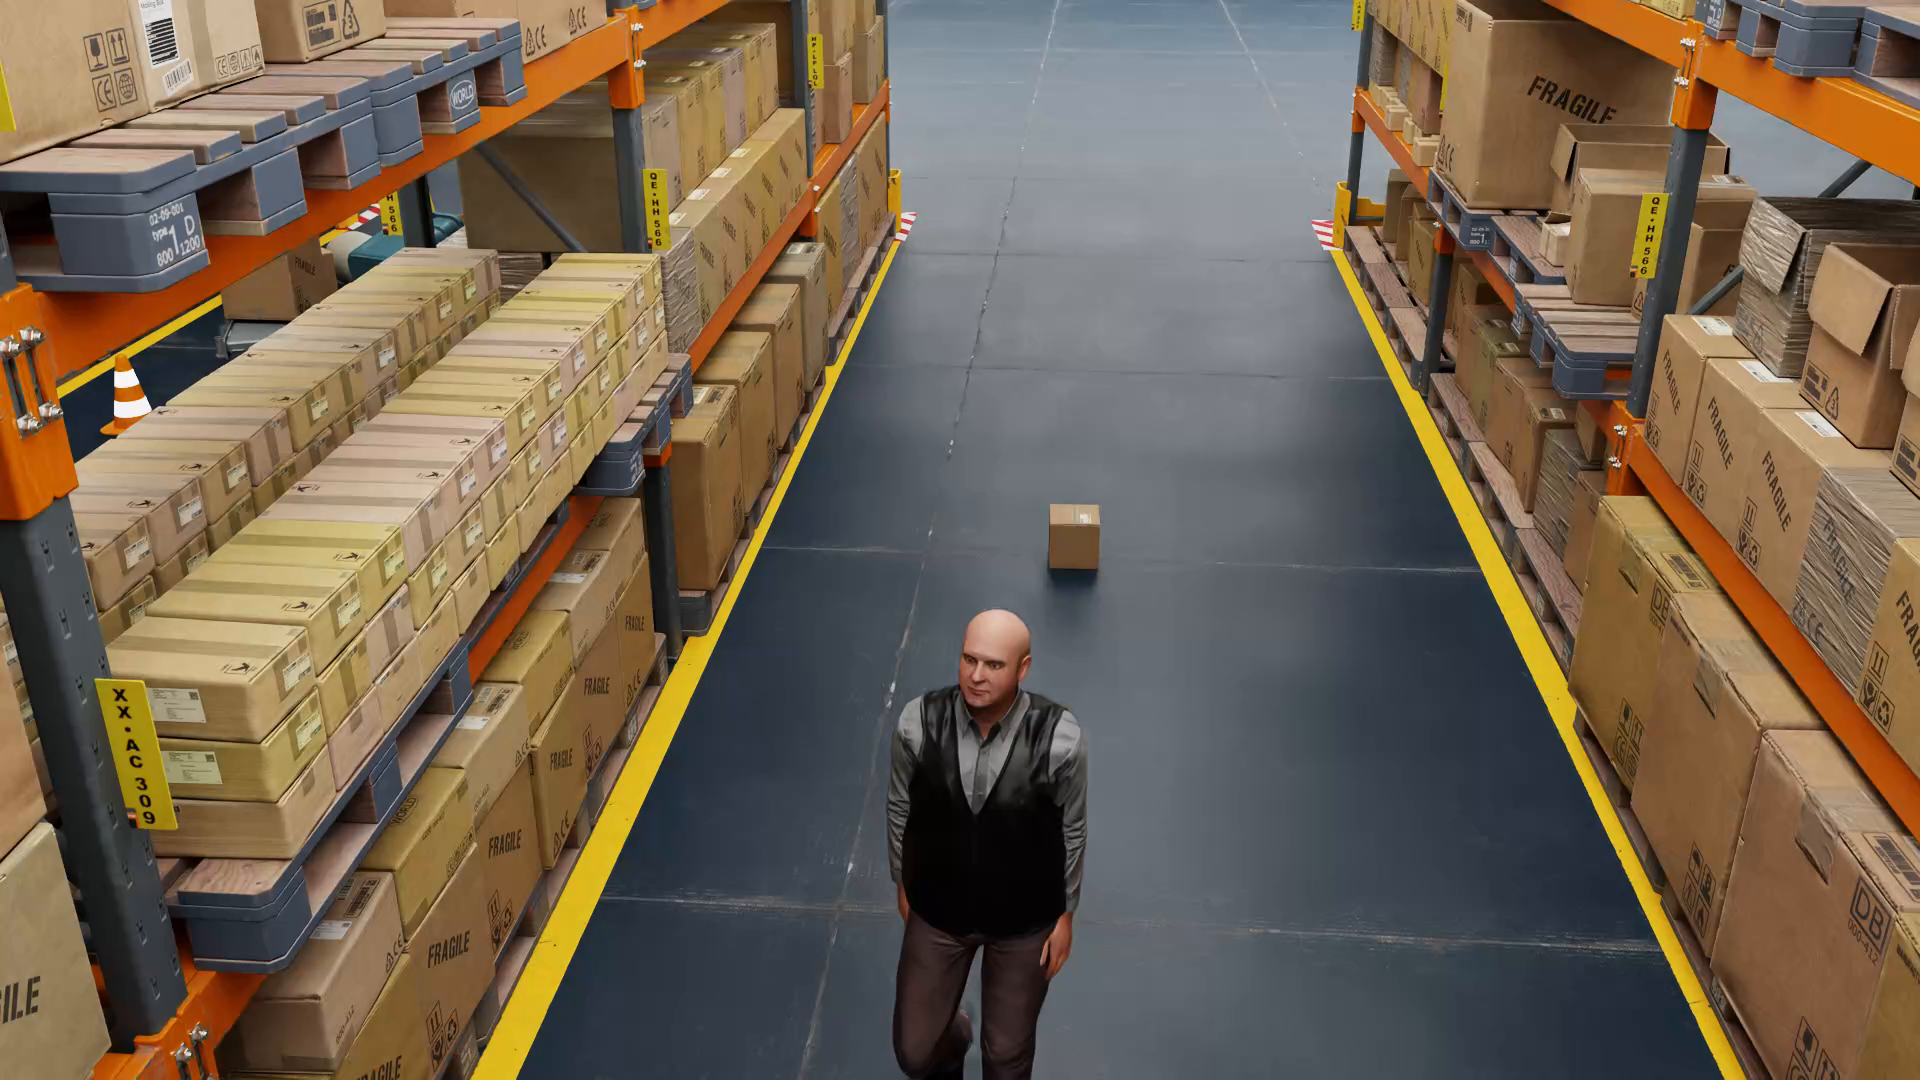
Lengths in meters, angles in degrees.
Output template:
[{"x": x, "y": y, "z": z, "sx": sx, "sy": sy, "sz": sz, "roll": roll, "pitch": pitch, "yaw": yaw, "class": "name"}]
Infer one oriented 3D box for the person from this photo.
[{"x": 0.063, "y": 0.969, "z": 4.440, "sx": 0.536, "sy": 1.711, "sz": 0.502, "roll": 4, "pitch": 25, "yaw": 8, "class": "person"}]
